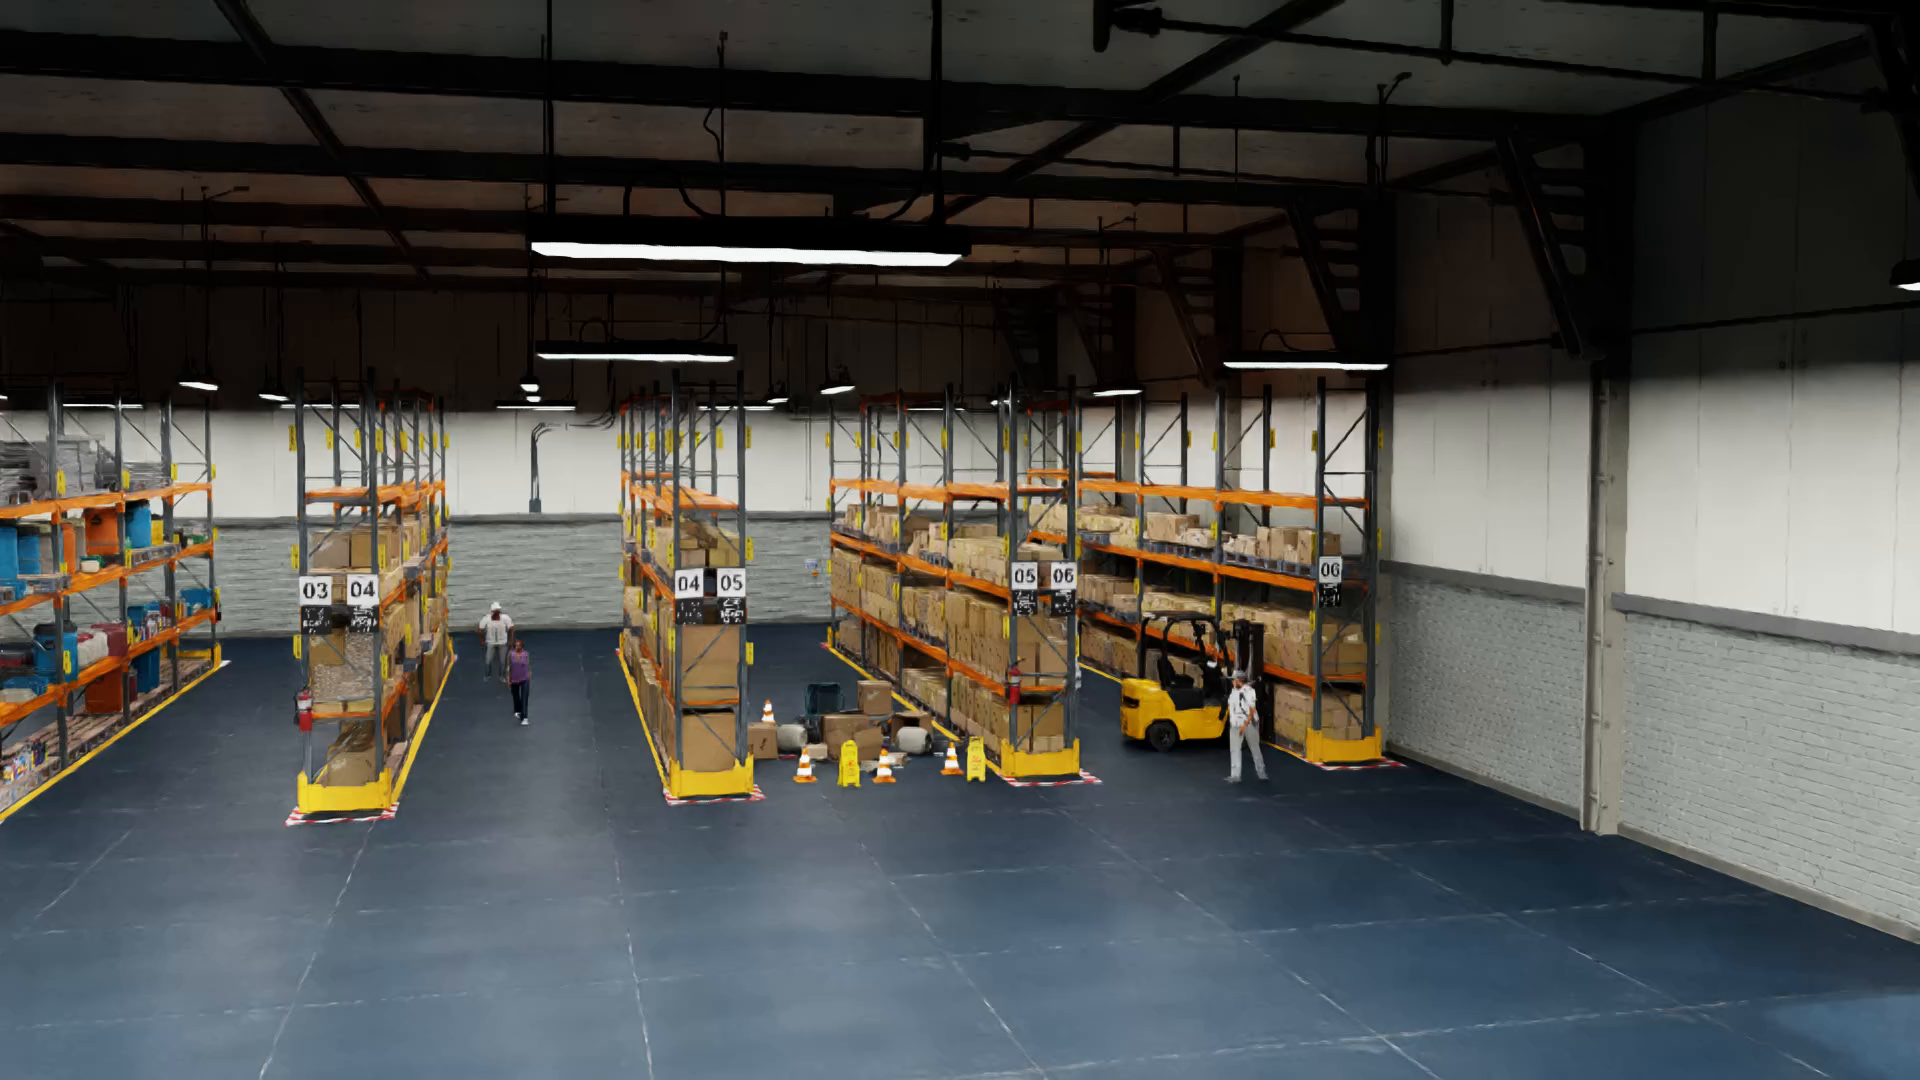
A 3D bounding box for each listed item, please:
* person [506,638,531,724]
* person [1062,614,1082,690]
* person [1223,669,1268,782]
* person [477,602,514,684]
[{"bbox_3d":[-7.820,2.472,29.453,0.417,1.517,1.036,-1,3,-11],"label":"person"},{"bbox_3d":[2.180,2.102,33.427,0.582,1.786,0.658,1,3,11],"label":"person"},{"bbox_3d":[4.207,2.720,24.457,0.690,1.650,0.517,-3,4,-40],"label":"person"},{"bbox_3d":[-9.537,2.116,34.148,0.708,1.714,0.578,-1,4,-16],"label":"person"}]
